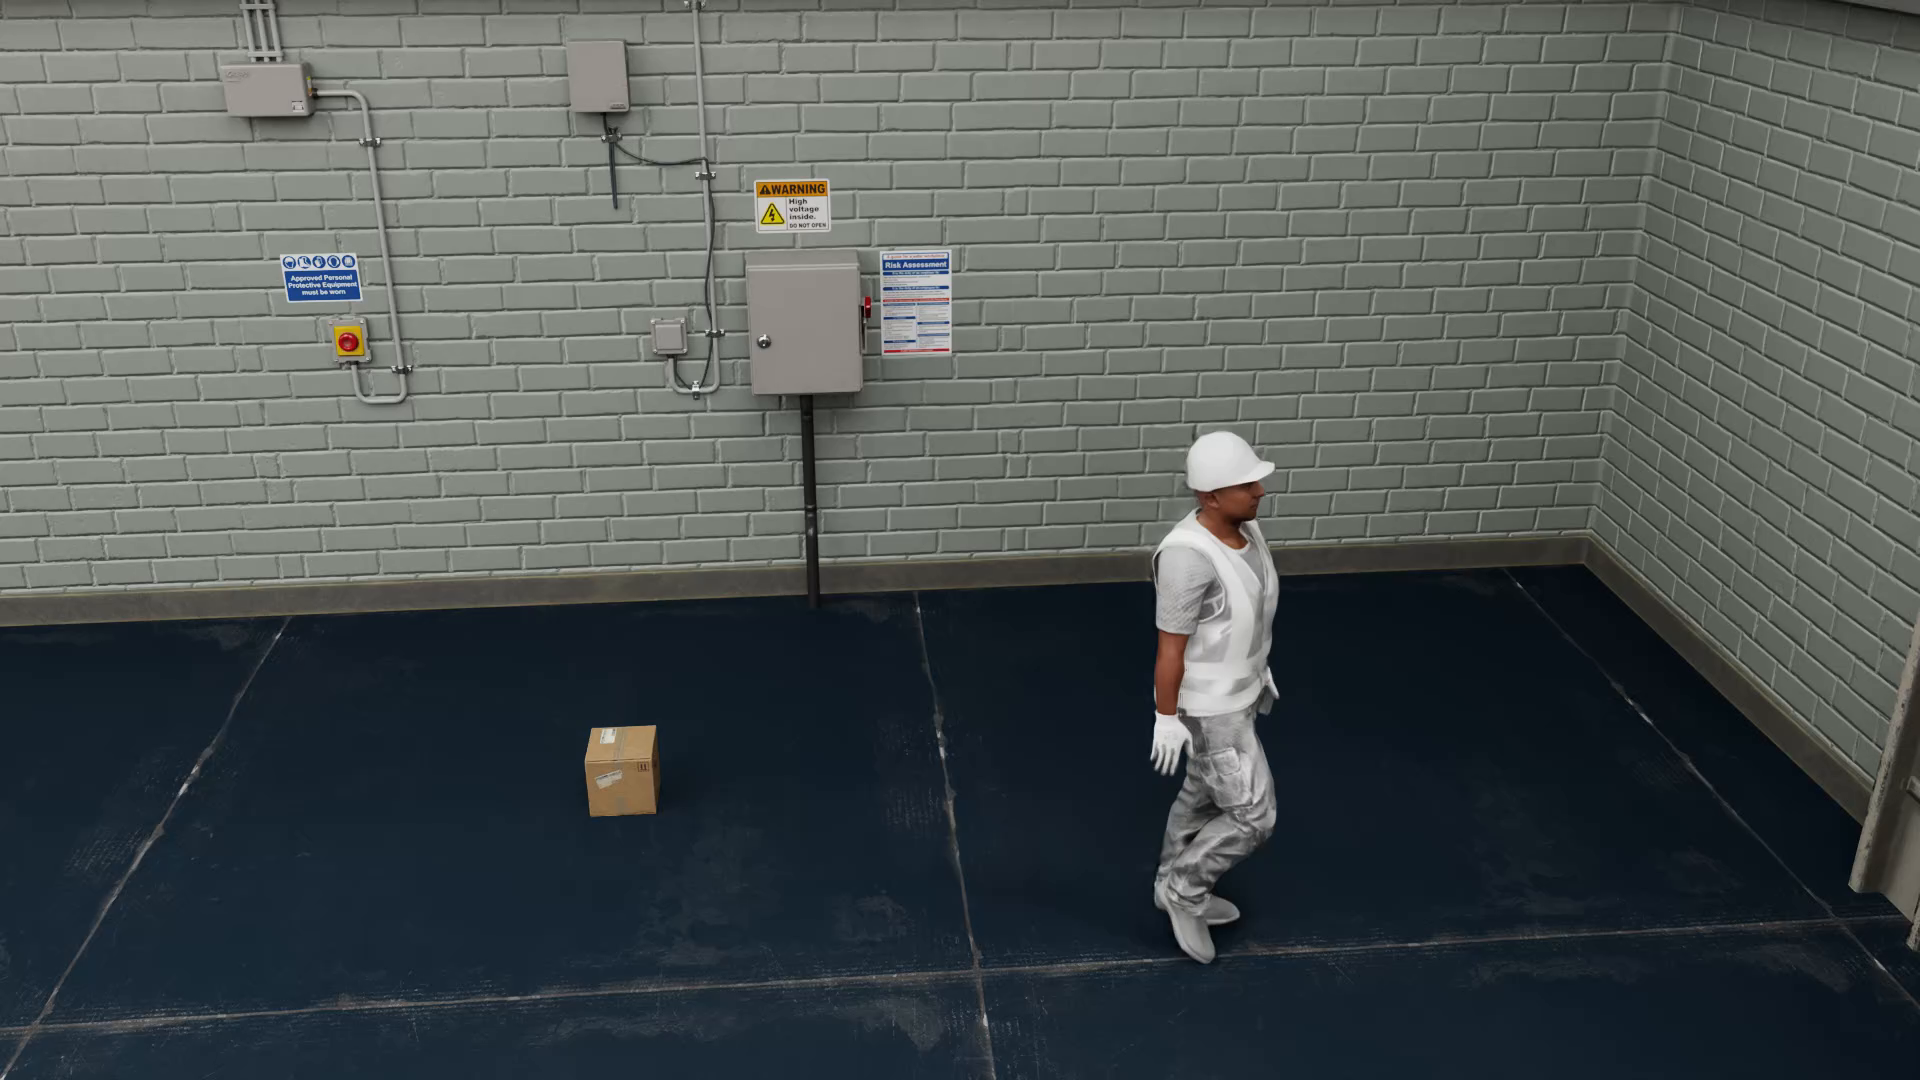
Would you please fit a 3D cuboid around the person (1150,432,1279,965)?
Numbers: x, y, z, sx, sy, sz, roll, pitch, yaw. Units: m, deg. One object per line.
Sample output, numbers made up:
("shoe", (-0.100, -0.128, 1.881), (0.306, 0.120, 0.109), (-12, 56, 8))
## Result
("person", (0.864, 0.516, 5.354), (0.455, 1.808, 0.592), (11, 26, 24))
